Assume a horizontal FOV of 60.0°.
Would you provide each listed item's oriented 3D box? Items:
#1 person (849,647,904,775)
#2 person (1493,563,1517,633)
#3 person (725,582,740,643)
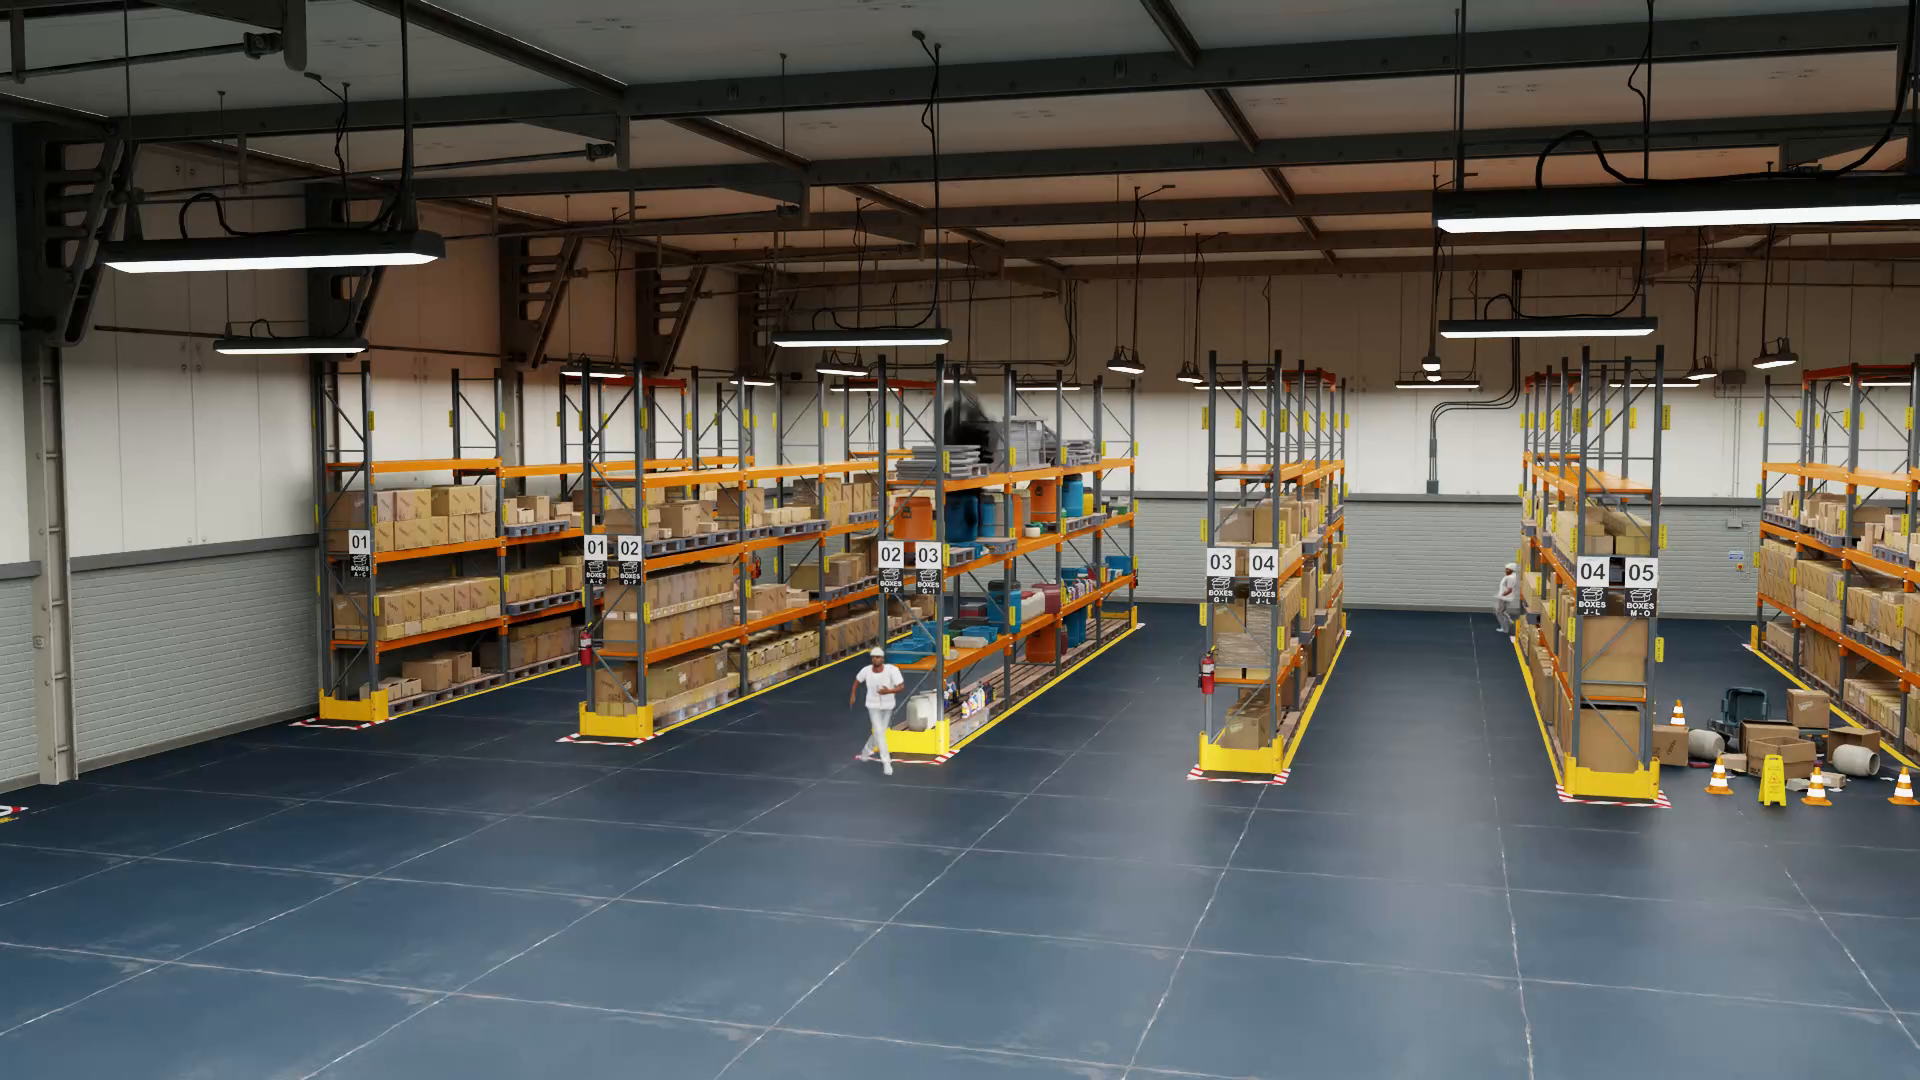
[{"bbox_3d":[-1.195,2.427,23.905,0.751,1.782,0.851,-1,4,-10],"label":"person"},{"bbox_3d":[12.798,1.358,39.117,0.553,1.694,0.745,2,5,28],"label":"person"},{"bbox_3d":[-4.751,1.702,35.013,0.576,1.591,0.557,1,4,11],"label":"person"}]
